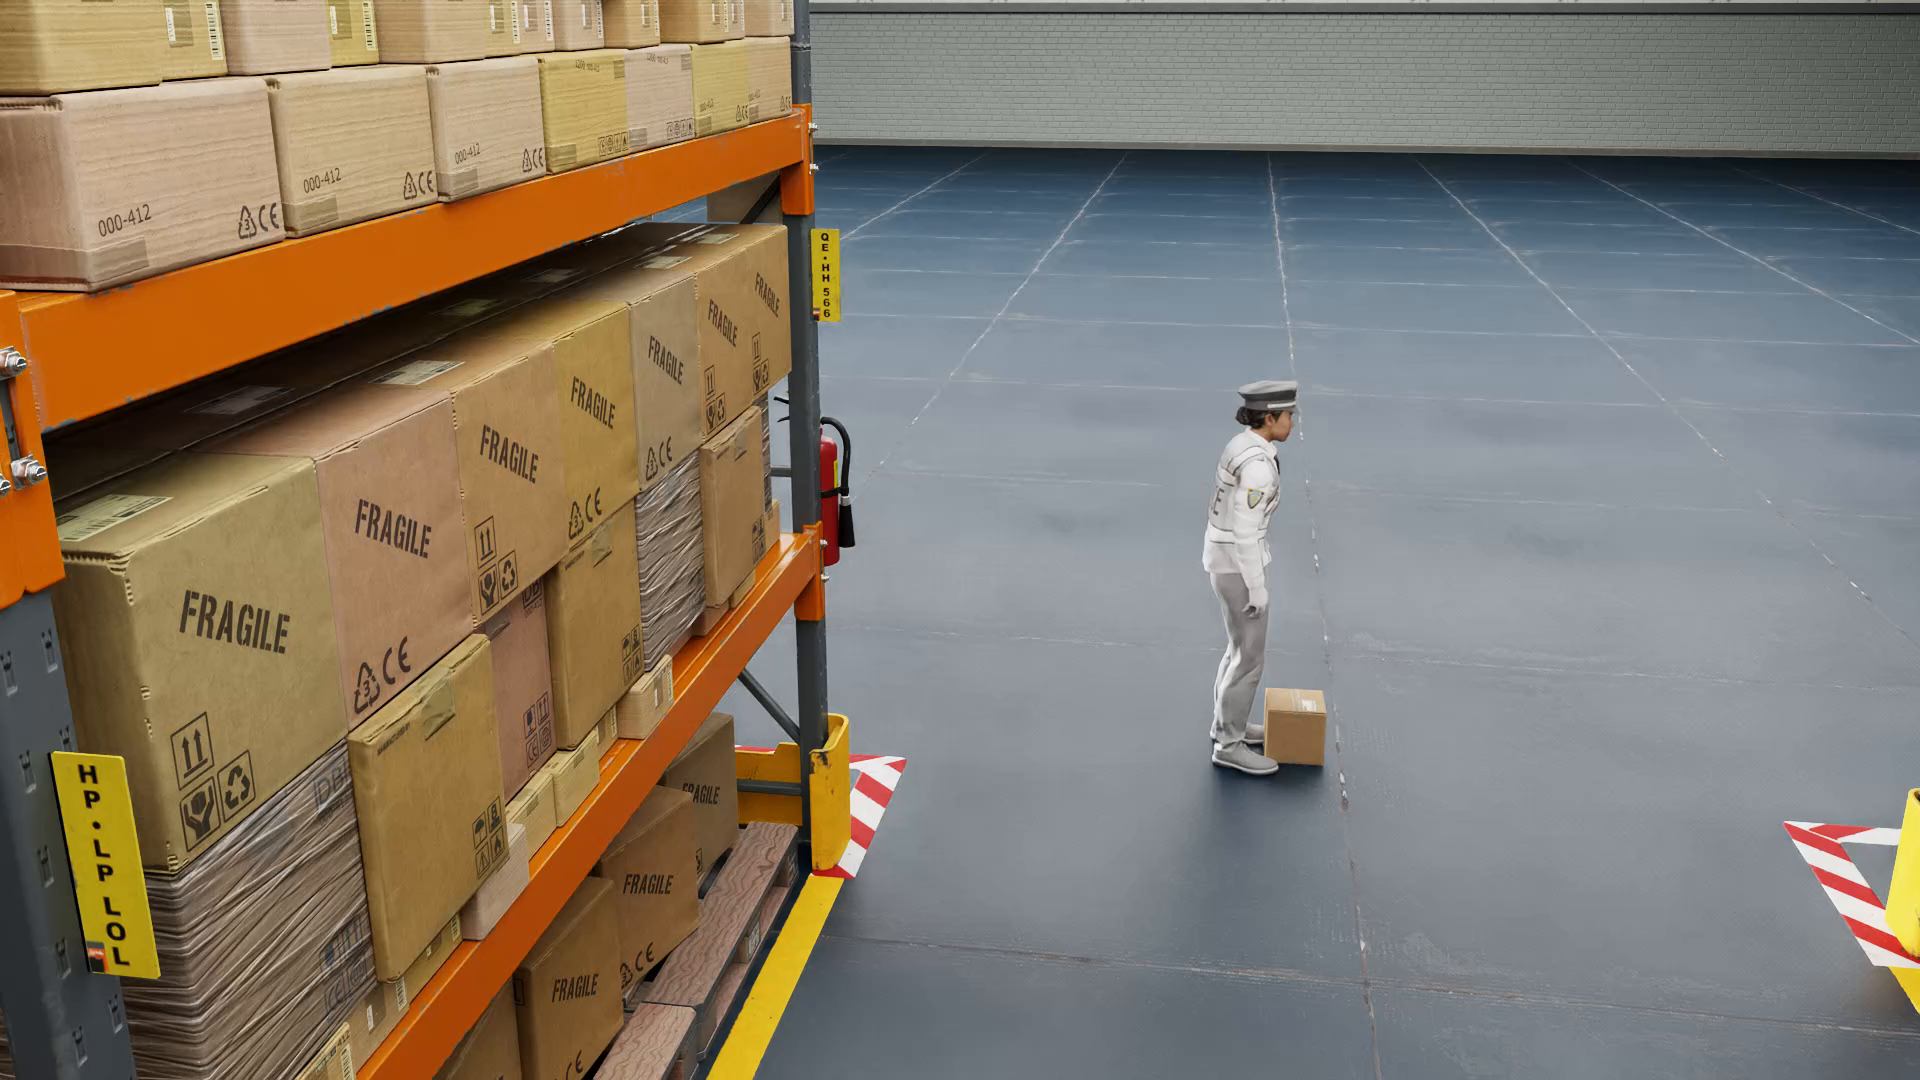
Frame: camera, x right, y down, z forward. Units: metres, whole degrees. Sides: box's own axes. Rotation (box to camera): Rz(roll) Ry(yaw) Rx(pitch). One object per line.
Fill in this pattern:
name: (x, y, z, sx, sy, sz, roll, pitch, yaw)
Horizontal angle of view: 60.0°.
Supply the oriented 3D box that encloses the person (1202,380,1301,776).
person: (1.229, 0.137, 7.130, 0.376, 1.662, 0.543, 2, 18, 5)
